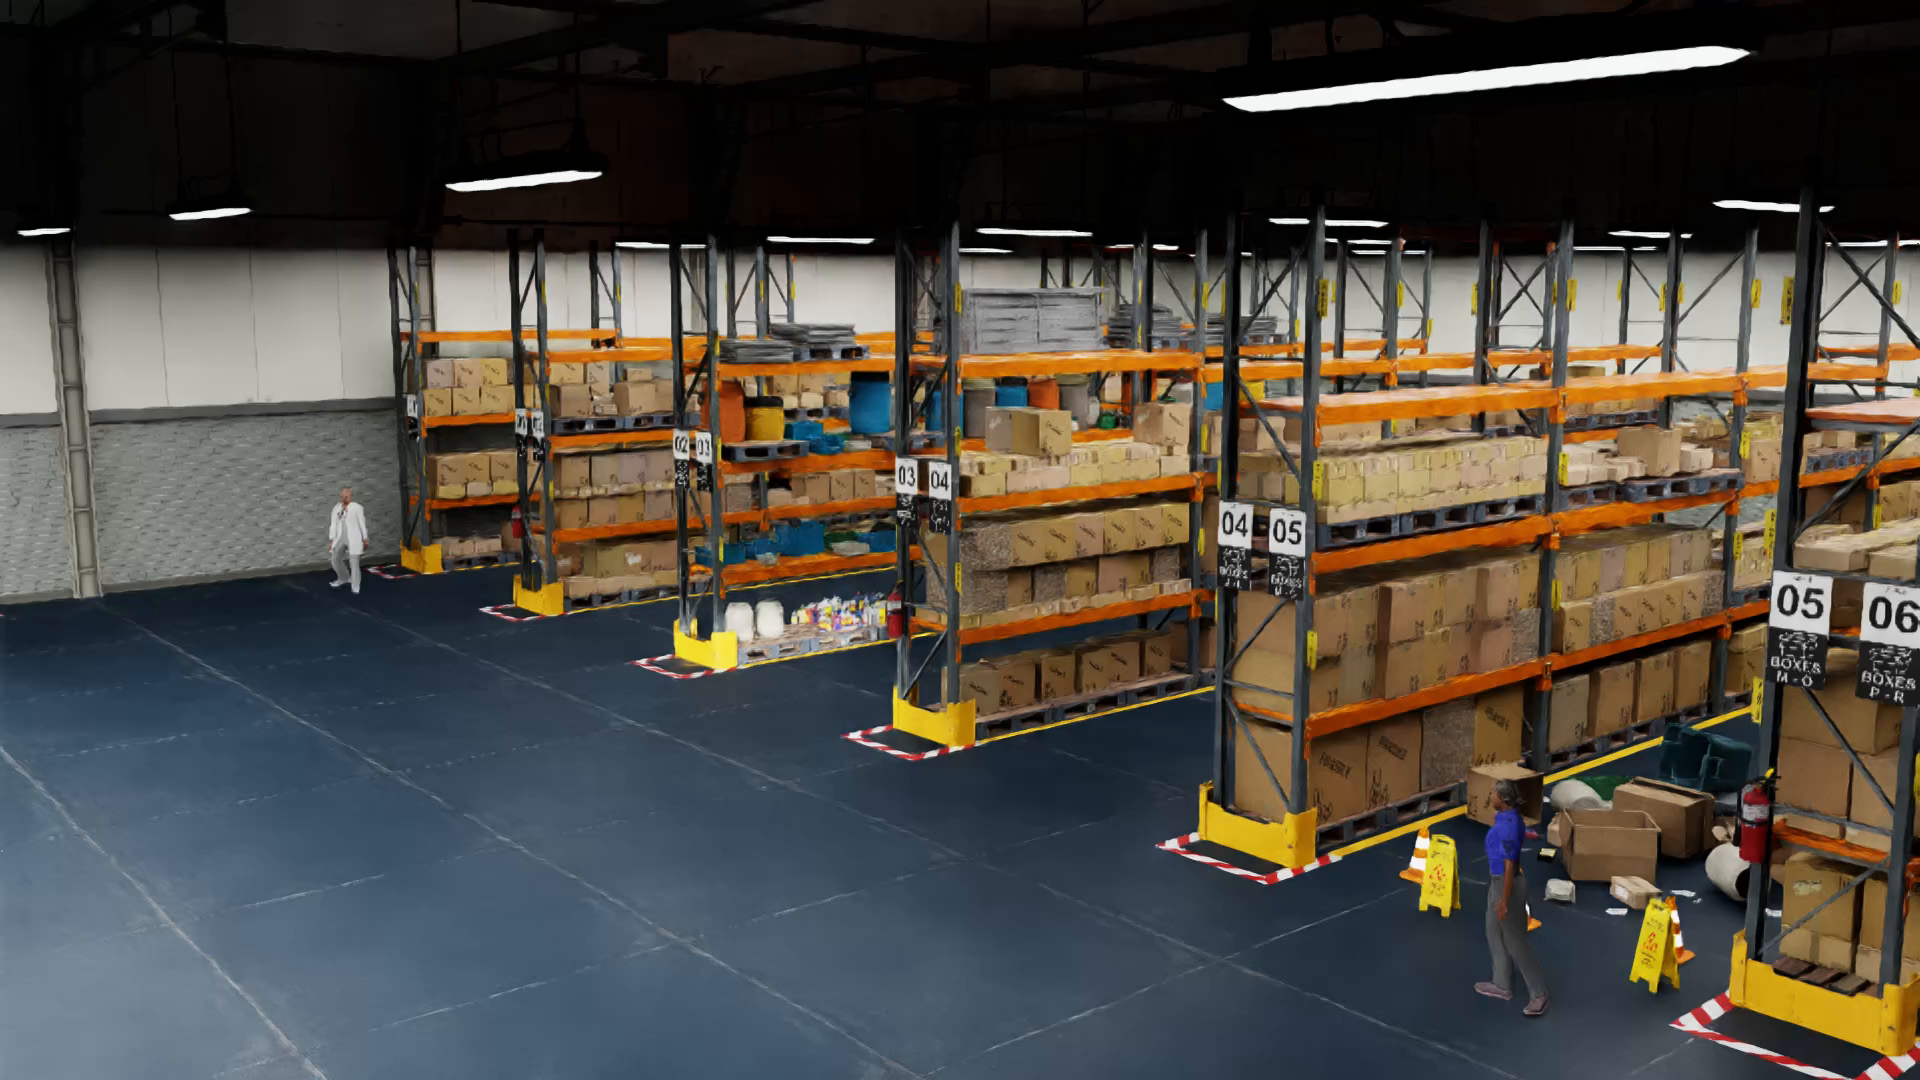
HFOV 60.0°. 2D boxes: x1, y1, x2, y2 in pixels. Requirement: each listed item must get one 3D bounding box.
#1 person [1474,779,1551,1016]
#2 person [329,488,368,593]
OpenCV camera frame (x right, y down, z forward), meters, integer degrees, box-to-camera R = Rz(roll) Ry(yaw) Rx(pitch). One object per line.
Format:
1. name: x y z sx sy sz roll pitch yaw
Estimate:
1. person: 4.010 2.548 11.973 0.525 1.636 0.571 3 9 19
2. person: -10.370 -0.012 28.062 0.783 1.769 0.557 1 9 9
